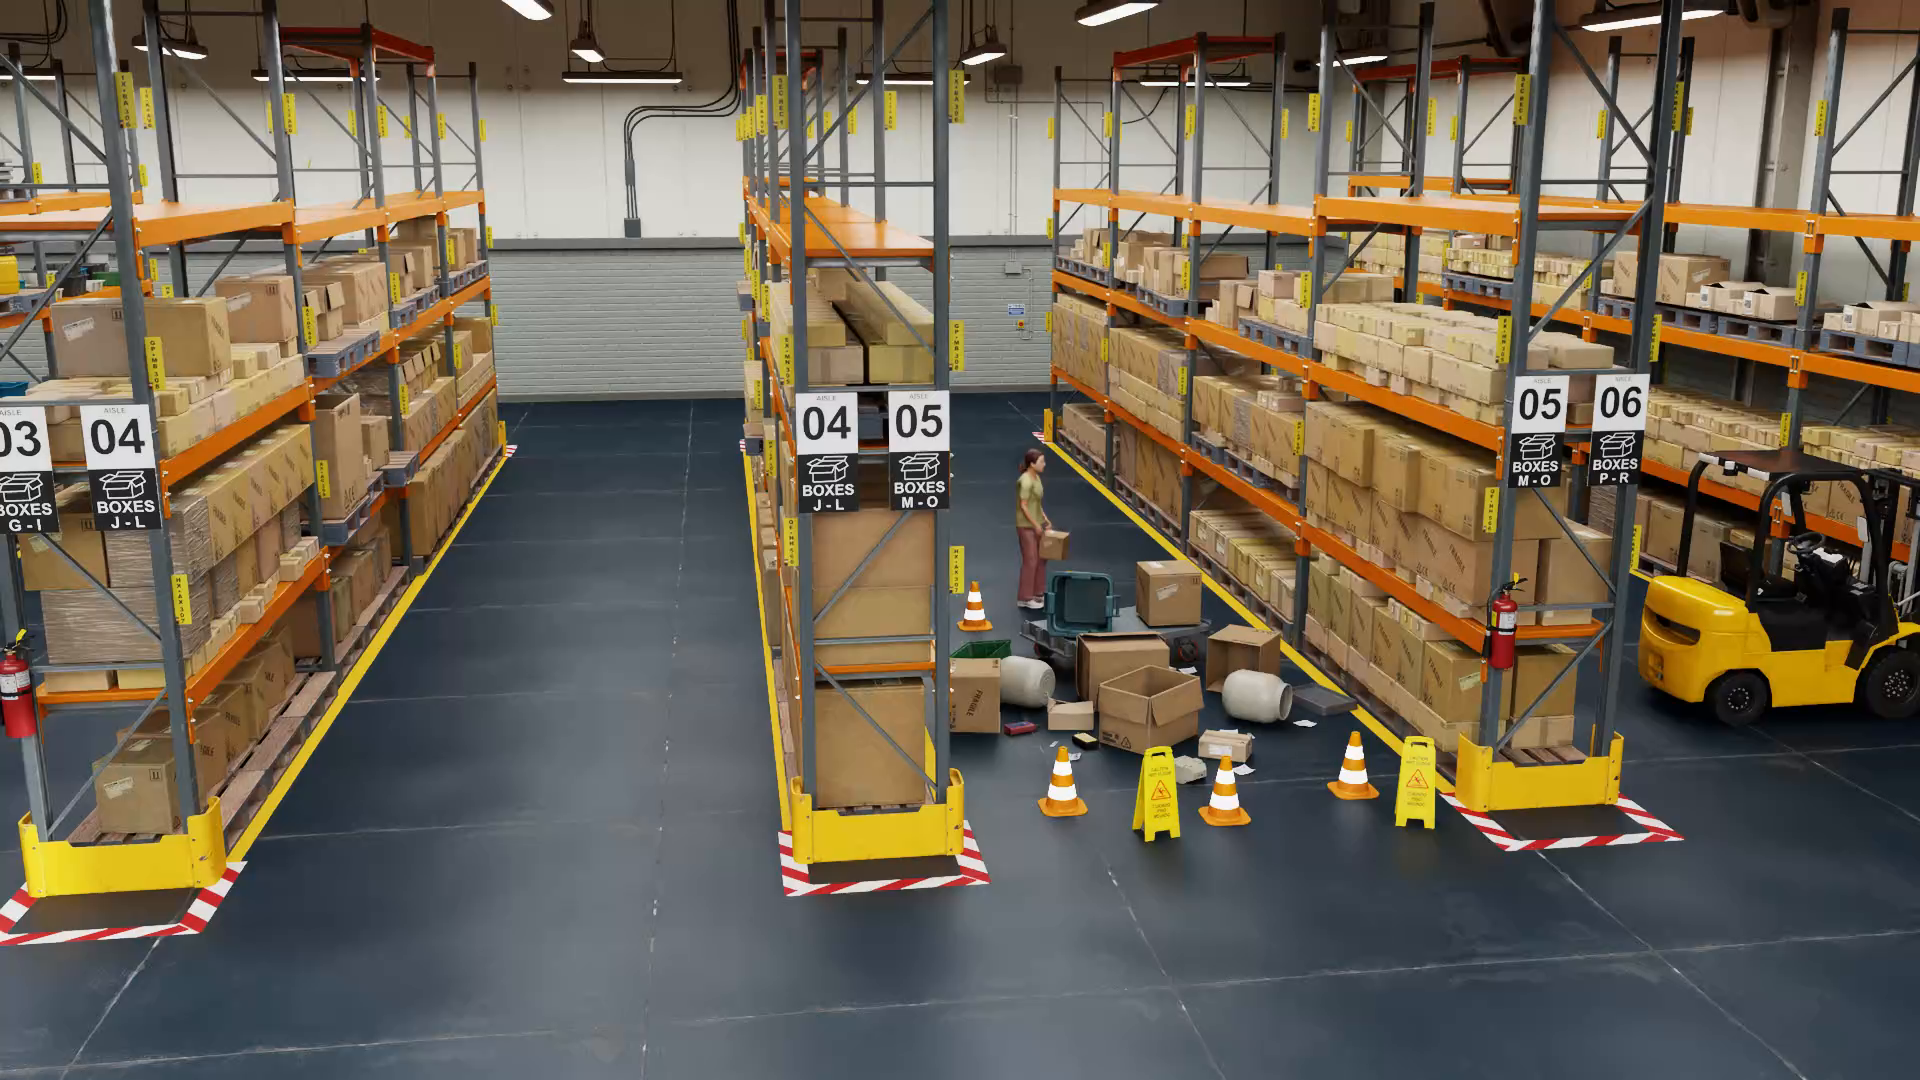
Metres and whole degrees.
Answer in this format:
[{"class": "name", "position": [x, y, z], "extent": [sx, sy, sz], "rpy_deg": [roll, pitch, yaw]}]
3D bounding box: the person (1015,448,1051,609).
[{"class": "person", "position": [0.797, -0.133, 17.552], "extent": [0.413, 1.674, 0.477], "rpy_deg": [5, 14, 19]}]
